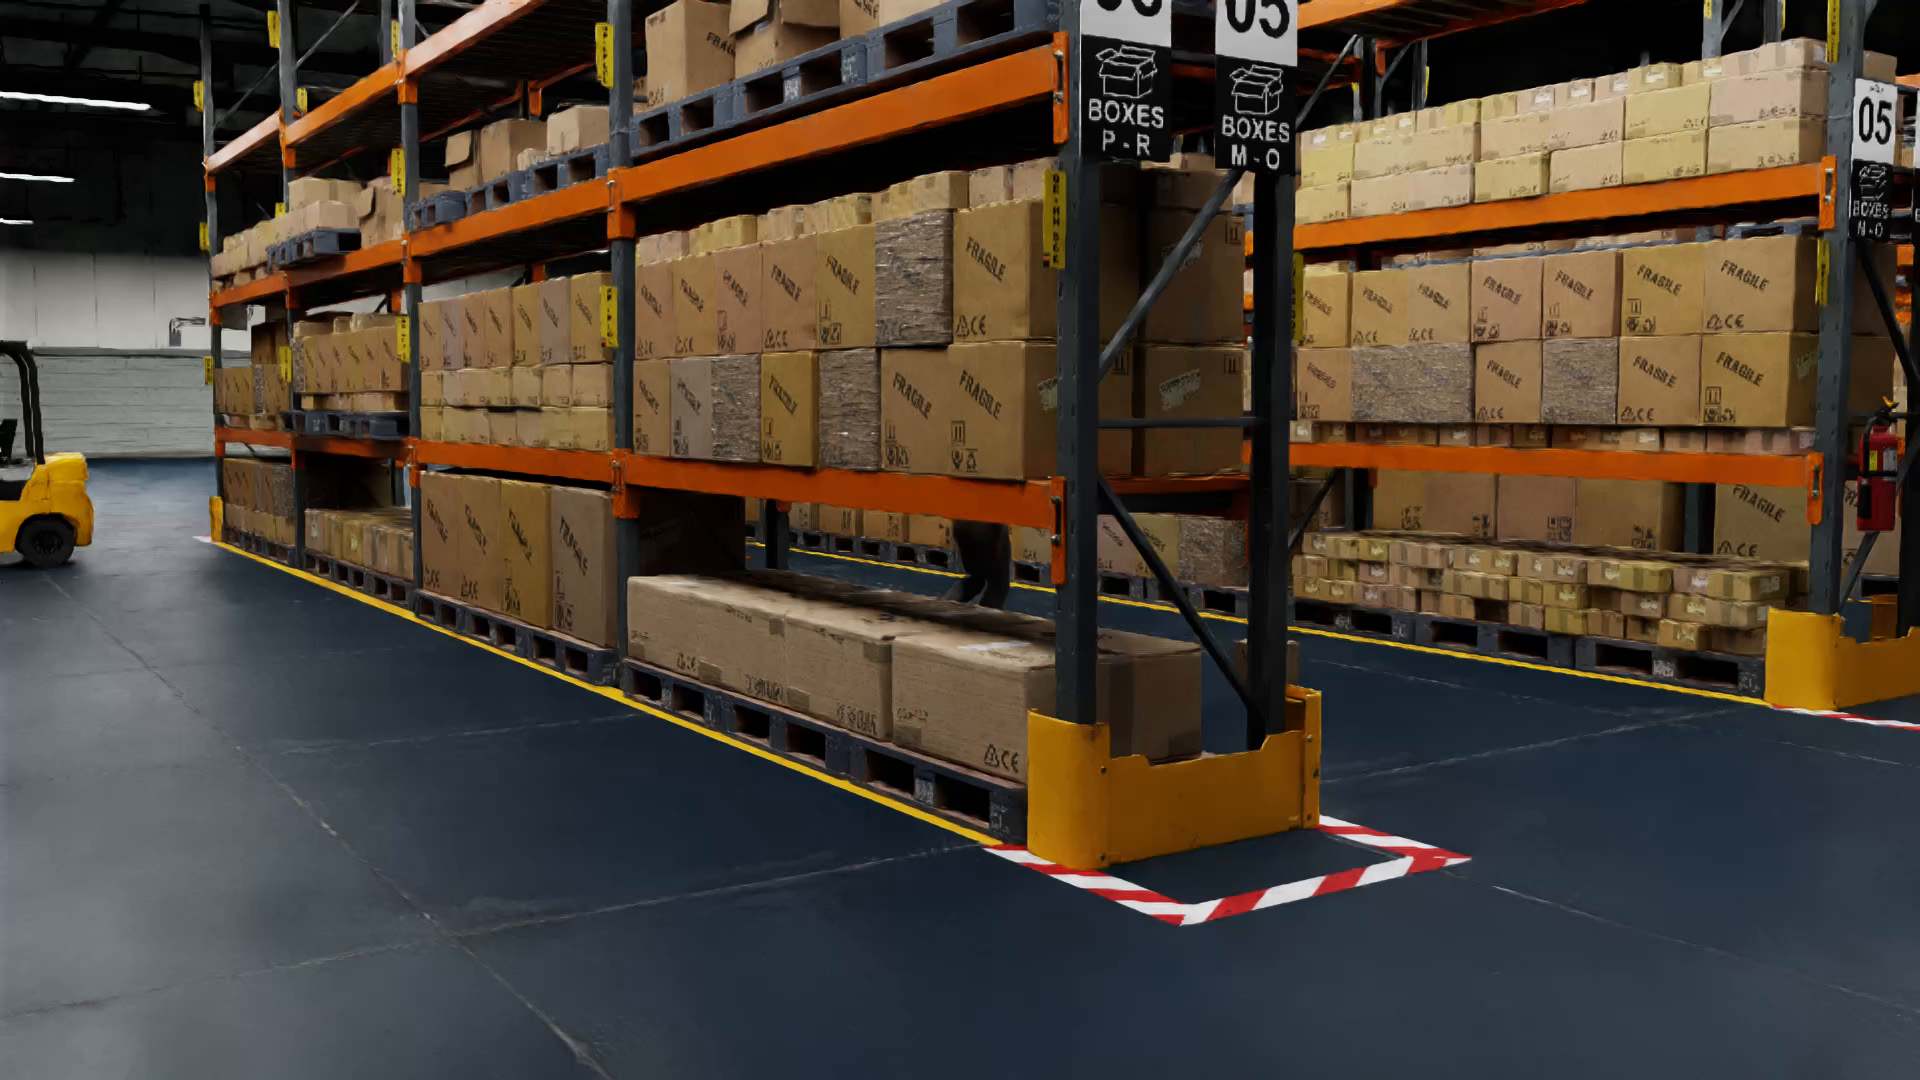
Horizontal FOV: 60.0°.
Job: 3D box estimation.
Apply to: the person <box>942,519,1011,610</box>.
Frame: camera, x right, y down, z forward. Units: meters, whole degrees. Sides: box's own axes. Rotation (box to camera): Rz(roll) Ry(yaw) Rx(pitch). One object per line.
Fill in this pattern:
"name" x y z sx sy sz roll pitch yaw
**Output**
"person" 0.128 -0.050 9.922 0.554 1.619 0.550 -4 6 -43
